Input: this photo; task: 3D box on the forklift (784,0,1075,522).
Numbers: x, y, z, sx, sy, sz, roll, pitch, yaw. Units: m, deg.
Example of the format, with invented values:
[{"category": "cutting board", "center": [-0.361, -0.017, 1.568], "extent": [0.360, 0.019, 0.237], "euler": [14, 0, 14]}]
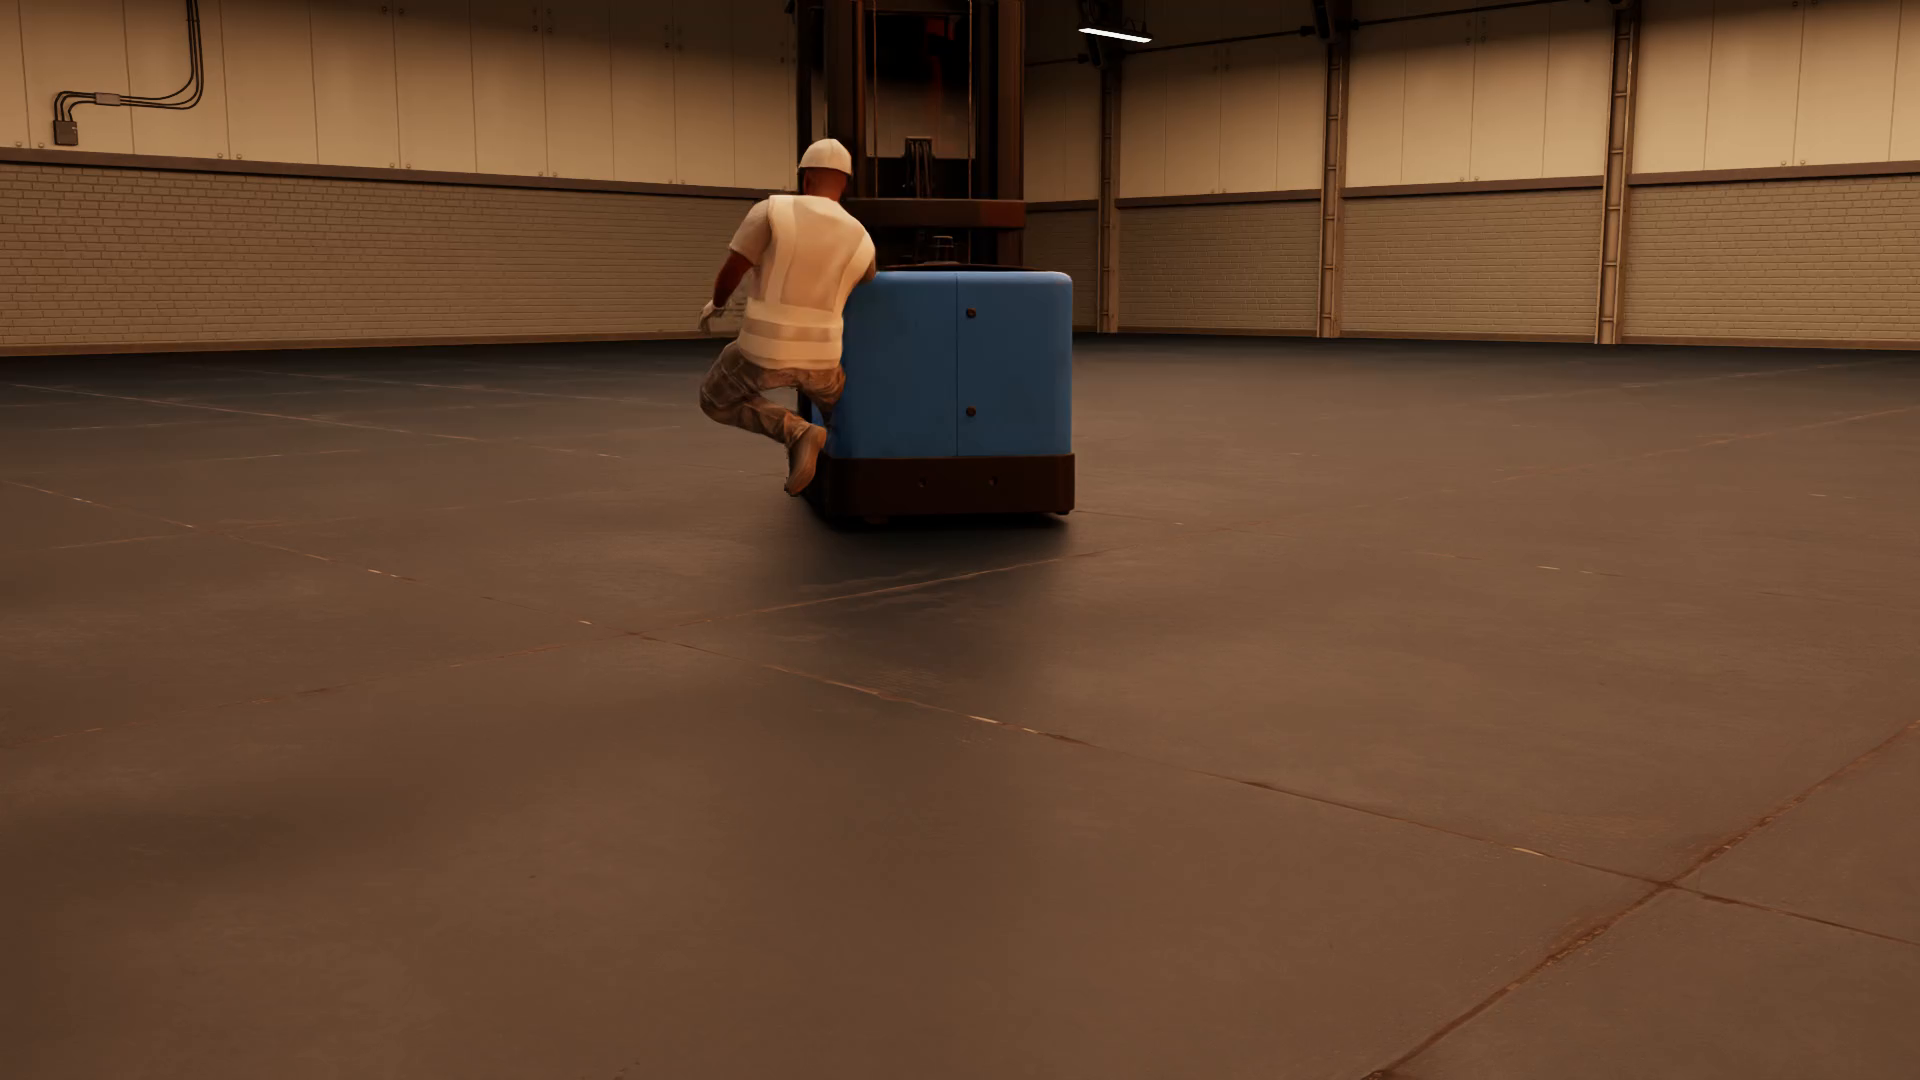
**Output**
[{"category": "forklift", "center": [-0.279, -1.708, 8.220], "extent": [1.130, 2.935, 3.031], "euler": [-2, 9, -10]}]

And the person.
[{"category": "person", "center": [-0.661, -0.830, 6.871], "extent": [0.833, 1.598, 0.795], "euler": [-4, 10, -26]}]
